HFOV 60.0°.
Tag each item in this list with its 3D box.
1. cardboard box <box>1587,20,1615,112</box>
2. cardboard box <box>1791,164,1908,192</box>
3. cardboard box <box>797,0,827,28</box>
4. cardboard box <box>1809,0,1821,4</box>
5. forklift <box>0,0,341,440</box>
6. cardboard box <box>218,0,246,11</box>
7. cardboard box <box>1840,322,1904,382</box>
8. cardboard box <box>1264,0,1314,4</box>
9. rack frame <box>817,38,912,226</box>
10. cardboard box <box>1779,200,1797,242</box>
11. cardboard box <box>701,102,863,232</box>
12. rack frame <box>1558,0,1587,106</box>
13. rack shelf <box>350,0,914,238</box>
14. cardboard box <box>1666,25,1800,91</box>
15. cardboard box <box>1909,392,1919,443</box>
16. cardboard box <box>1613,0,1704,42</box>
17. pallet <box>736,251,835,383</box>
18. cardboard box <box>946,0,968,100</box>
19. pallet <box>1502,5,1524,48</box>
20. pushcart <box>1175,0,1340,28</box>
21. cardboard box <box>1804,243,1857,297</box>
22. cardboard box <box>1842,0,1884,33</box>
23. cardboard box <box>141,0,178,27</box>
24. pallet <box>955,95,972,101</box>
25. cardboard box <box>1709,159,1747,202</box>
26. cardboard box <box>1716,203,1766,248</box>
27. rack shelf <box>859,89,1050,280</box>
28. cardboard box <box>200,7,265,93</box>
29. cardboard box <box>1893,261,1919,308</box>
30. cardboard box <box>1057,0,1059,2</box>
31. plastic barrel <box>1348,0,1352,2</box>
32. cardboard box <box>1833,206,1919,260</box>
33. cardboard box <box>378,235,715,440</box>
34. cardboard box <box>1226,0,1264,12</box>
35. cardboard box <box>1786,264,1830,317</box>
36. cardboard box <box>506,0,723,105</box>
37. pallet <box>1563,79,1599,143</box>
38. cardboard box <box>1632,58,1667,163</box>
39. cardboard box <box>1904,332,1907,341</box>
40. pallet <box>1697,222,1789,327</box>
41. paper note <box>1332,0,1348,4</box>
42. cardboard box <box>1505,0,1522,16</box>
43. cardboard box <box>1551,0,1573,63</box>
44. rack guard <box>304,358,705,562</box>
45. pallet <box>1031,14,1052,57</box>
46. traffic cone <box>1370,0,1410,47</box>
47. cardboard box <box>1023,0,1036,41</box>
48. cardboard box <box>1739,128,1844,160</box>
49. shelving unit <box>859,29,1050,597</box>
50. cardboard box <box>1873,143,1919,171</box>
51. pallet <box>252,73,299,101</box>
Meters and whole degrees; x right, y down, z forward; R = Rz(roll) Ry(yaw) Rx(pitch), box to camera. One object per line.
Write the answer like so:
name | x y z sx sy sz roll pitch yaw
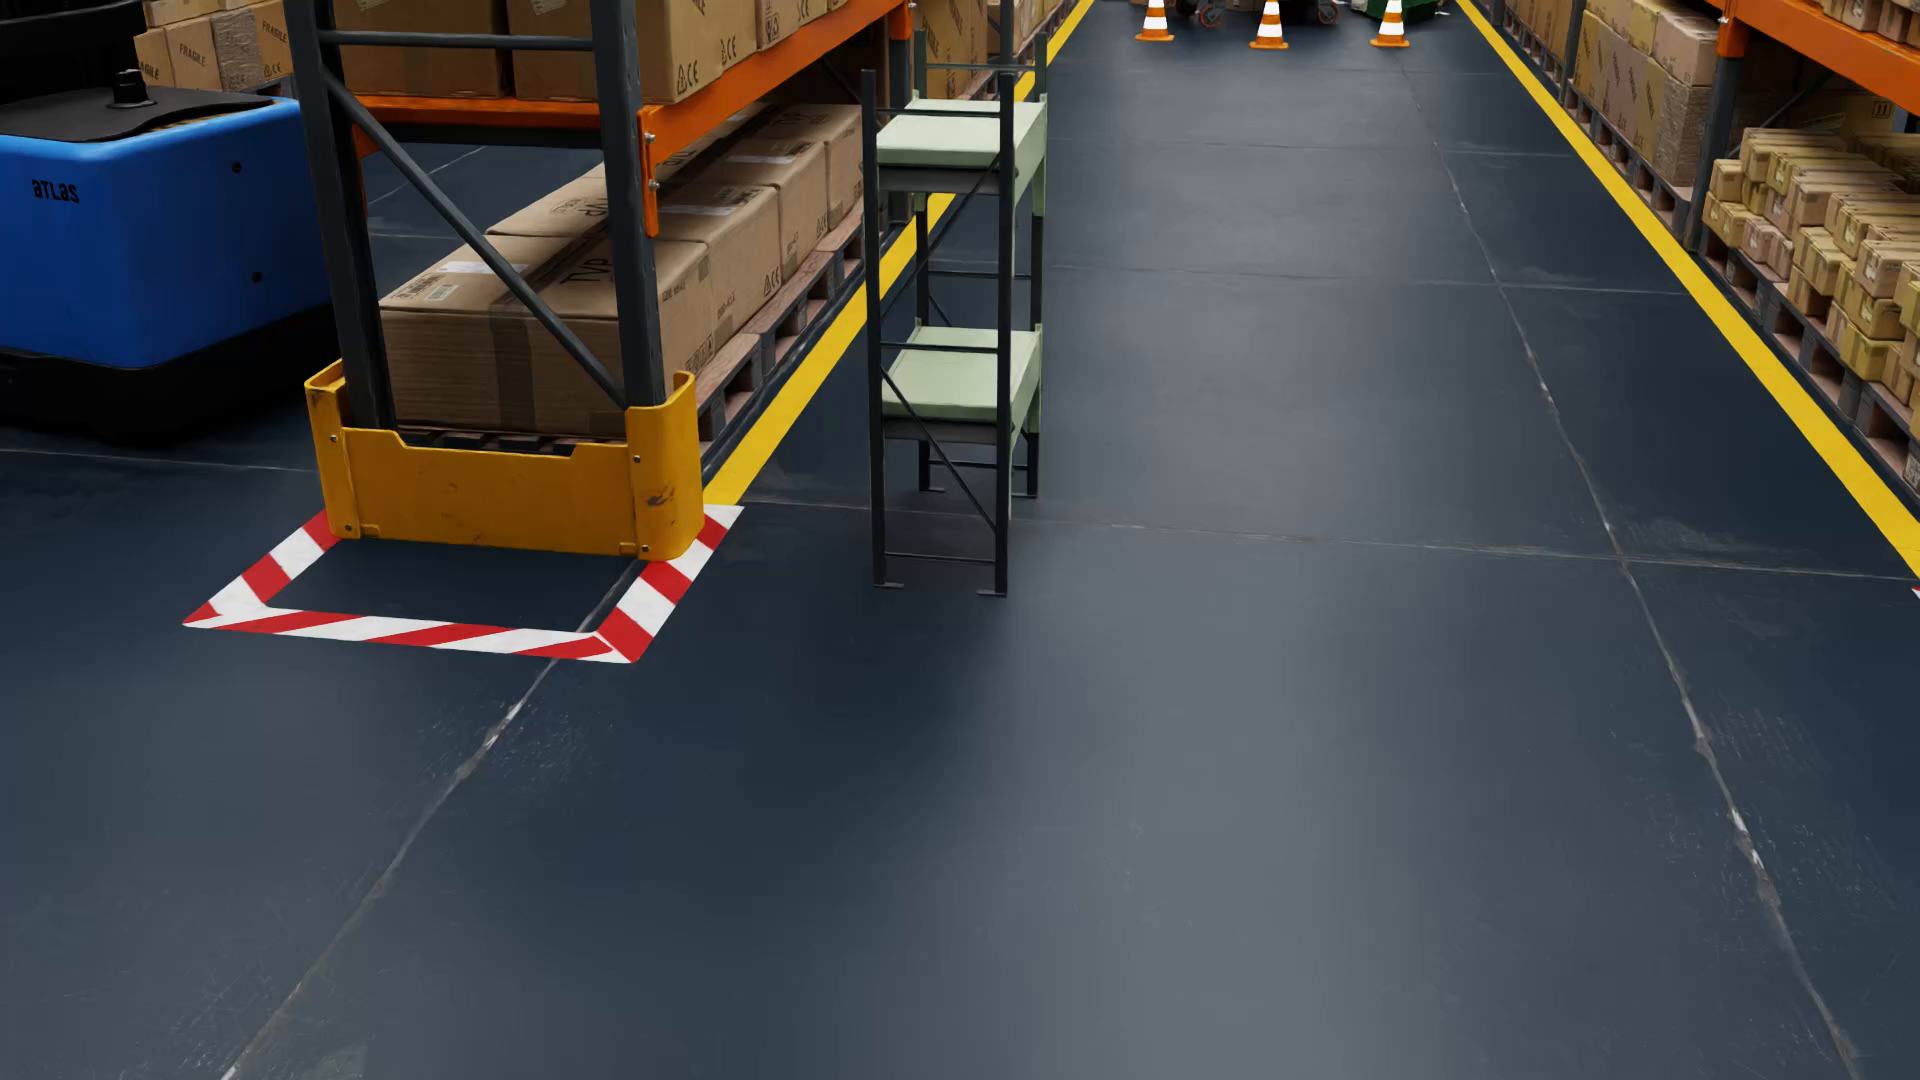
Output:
cardboard box | 4.348 -3.025 10.628 0.500 0.500 0.500 4 25 9
cardboard box | 3.763 -1.491 7.062 0.380 0.149 0.250 3 25 7
cardboard box | -0.830 -2.272 6.449 0.500 0.500 0.500 5 26 10
cardboard box | 3.811 -2.345 7.018 0.380 0.149 0.250 3 25 6
forklift | -4.001 -2.088 6.254 3.031 2.935 1.130 11 27 22
cardboard box | -5.079 -3.674 11.249 0.380 0.149 0.250 3 25 6
cardboard box | 3.445 -0.678 6.028 0.380 0.149 0.250 3 25 6
cardboard box | 3.267 -5.732 16.741 0.797 0.637 0.503 4 25 9
rack frame | -0.760 -3.084 8.300 1.000 3.000 0.127 4 25 9
cardboard box | 3.761 -1.358 7.130 0.380 0.149 0.250 3 25 6
cardboard box | -0.968 -1.858 8.209 0.875 0.438 0.875 4 25 8
rack frame | 4.794 -4.456 11.231 1.000 3.000 0.127 4 25 9
rack shelf | -1.086 -1.921 6.665 1.077 0.370 4.000 4 25 9
cardboard box | 4.013 -2.510 8.642 0.500 0.250 0.500 3 25 7
cardboard box | 3.309 -0.358 5.344 0.380 0.149 0.250 5 26 10
cardboard box | 4.266 -3.164 10.040 0.500 0.250 0.500 4 25 9
pallet | -1.158 -0.996 7.130 1.003 0.211 1.213 4 25 9
cardboard box | -0.451 -3.329 10.834 0.875 0.875 0.875 4 25 9
pallet | 5.396 -4.538 14.696 1.003 0.211 1.213 4 25 9
pushcart | 2.805 -5.105 15.711 1.648 0.377 0.936 -5 25 -10
cardboard box | 3.524 -1.042 6.455 0.380 0.149 0.250 4 25 9
cardboard box | 3.604 -2.019 6.322 0.380 0.149 0.250 5 26 11
cardboard box | -5.227 -3.356 10.570 0.380 0.149 0.250 4 25 8
pallet | -0.511 -2.660 10.685 1.003 0.211 1.213 4 25 9
cardboard box | 3.765 -1.687 7.833 0.380 0.149 0.250 5 26 11
cardboard box | 3.720 -1.441 7.657 0.380 0.149 0.250 5 26 10
rack shelf | 0.001 -1.036 4.773 0.431 0.370 0.720 4 25 9
cardboard box | -5.102 -3.319 11.256 0.500 0.500 0.500 3 25 7
cardboard box | 3.443 -0.840 5.671 0.380 0.149 0.250 3 25 6
cardboard box | 0.465 -5.210 15.447 0.950 0.372 0.625 4 25 9
plastic barrel | 4.120 -5.543 16.592 0.421 0.421 0.512 -20 32 -36
cardboard box | 3.599 -1.170 6.377 0.380 0.149 0.250 4 25 9
cardboard box | -1.404 -0.723 5.784 0.875 0.438 0.875 3 25 7
cardboard box | 2.798 -5.383 16.438 0.258 0.266 0.396 -14 29 -27
cardboard box | 3.592 -1.006 6.729 0.380 0.149 0.250 3 25 7
cardboard box | -1.052 -1.637 5.091 0.500 0.500 0.500 4 25 8
pallet | 4.665 -2.866 11.124 1.003 0.211 1.213 4 25 9
cardboard box | 4.097 -2.383 9.255 0.500 0.500 0.500 3 25 7
cardboard box | 3.520 -0.707 5.739 0.380 0.149 0.250 4 25 8
pallet | 4.066 -1.237 7.643 1.003 0.211 1.213 4 25 9
paper note | 3.864 -5.475 16.921 0.172 0.023 0.155 13 28 26
cardboard box | 5.435 -5.034 14.625 1.050 0.750 0.750 4 25 8
cardboard box | 4.982 -3.876 12.150 1.050 0.750 0.750 4 25 8
rack guard | -1.417 -0.269 5.234 1.175 0.500 0.348 4 25 9
pallet | 0.225 -4.329 14.250 1.003 0.211 1.213 4 25 9
traffic cone | 3.739 -4.524 14.368 0.336 0.463 0.334 4 25 9
cardboard box | 0.109 -4.301 13.506 0.950 0.372 0.625 4 25 8
cardboard box | 3.880 -1.822 7.769 0.380 0.149 0.250 5 26 11
shelving unit | 0.001 -0.682 4.938 0.431 1.500 0.755 4 25 9
cardboard box | 4.336 -1.675 7.456 0.380 0.149 0.250 4 25 9
pallet | -5.163 -3.526 12.535 1.003 0.211 1.213 4 25 9
